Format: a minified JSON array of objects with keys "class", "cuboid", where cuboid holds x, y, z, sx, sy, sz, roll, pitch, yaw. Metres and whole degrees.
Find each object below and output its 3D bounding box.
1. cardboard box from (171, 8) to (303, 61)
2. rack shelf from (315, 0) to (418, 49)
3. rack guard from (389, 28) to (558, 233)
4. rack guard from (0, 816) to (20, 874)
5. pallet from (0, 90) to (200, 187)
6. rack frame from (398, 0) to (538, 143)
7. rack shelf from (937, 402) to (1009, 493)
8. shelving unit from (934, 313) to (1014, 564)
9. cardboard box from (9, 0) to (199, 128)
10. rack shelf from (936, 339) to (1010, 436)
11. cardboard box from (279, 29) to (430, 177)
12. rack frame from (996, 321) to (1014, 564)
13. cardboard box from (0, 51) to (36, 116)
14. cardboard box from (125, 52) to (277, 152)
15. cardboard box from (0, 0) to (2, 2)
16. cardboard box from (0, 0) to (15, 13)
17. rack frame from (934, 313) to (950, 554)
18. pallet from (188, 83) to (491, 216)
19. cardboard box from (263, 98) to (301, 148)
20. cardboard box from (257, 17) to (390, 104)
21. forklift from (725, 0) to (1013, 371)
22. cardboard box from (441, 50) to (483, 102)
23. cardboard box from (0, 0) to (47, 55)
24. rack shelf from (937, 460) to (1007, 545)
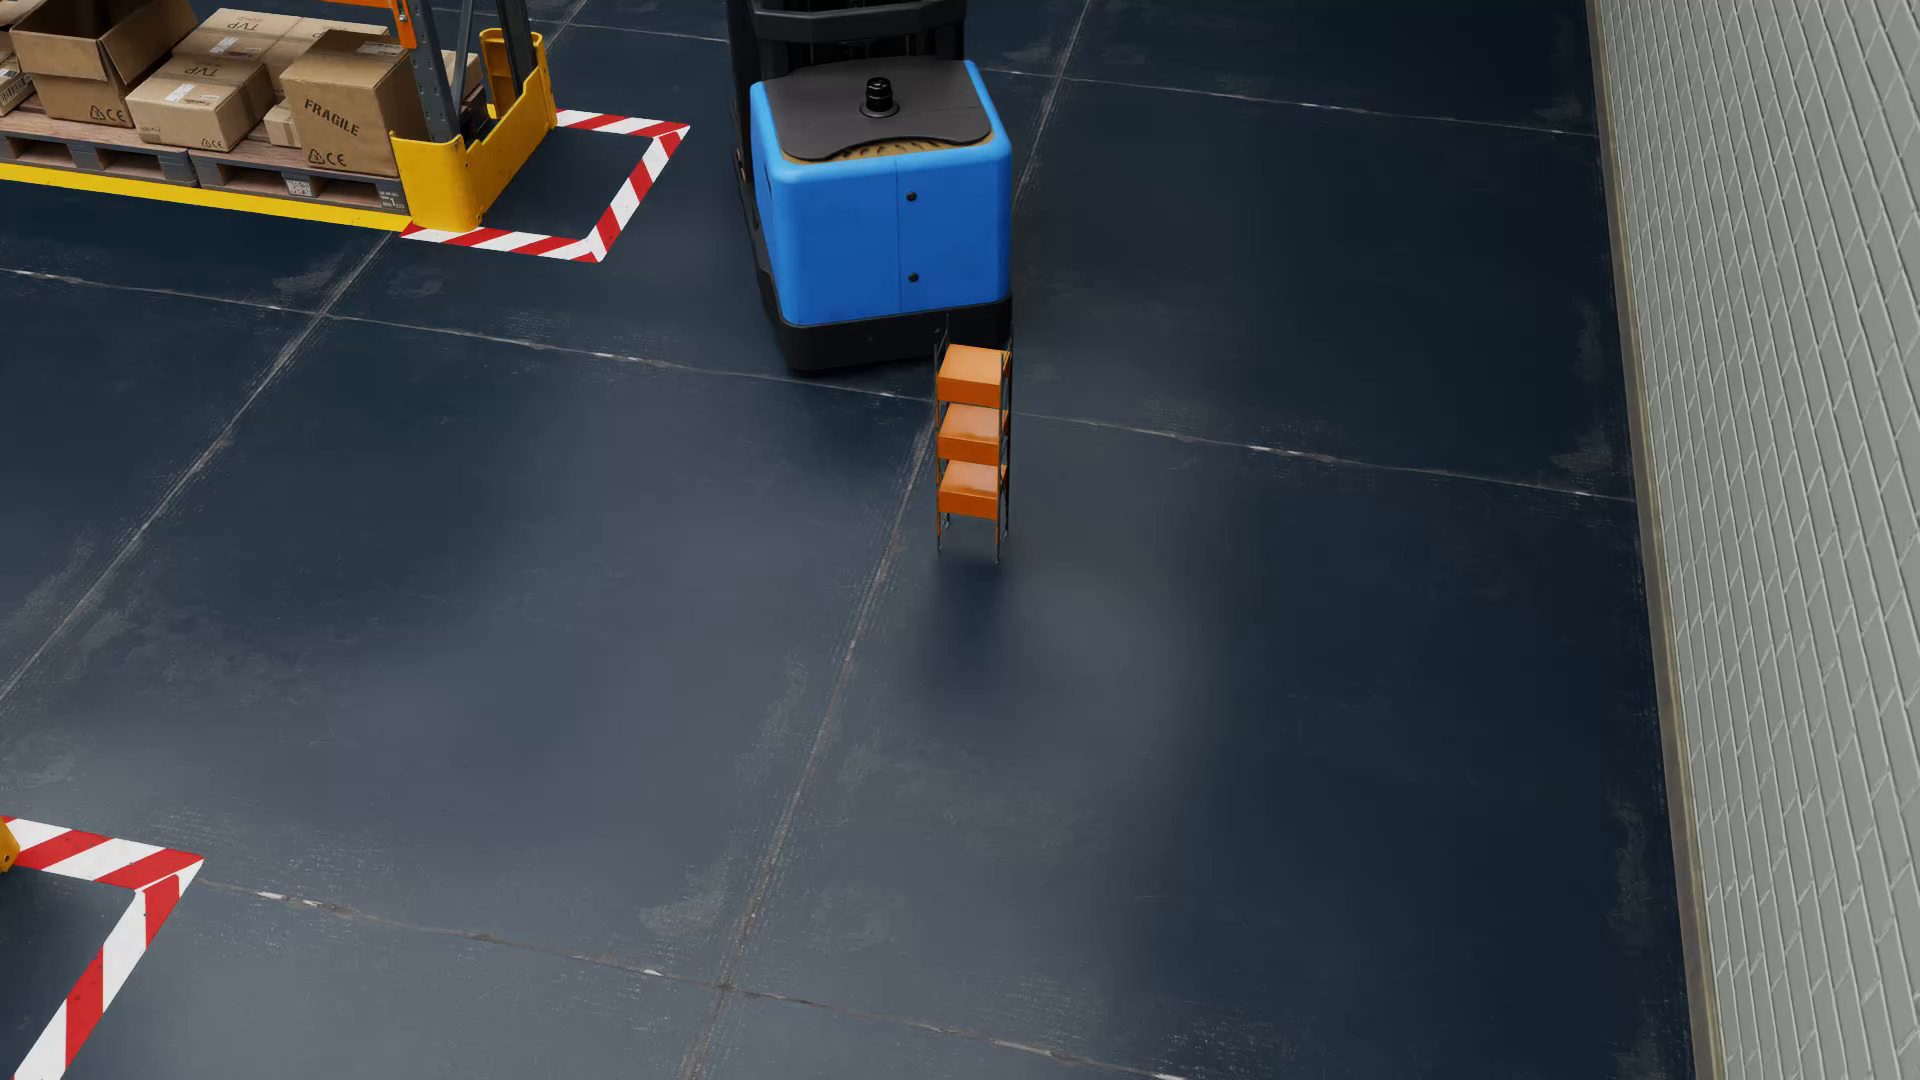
[{"class":"cardboard box","cuboid":[-3.861,-2.618,8.972,0.500,0.250,0.500,9,45,9]},{"class":"rack shelf","cuboid":[-4.368,-3.068,8.293,4.000,0.370,1.077,9,45,9]},{"class":"rack guard","cuboid":[-2.491,-2.135,8.608,0.348,0.500,1.175,9,45,9]},{"class":"rack guard","cuboid":[-3.475,1.223,5.119,0.348,0.500,1.175,9,45,9]},{"class":"pallet","cuboid":[-4.456,-2.337,9.026,1.213,0.211,1.003,9,45,9]},{"class":"rack frame","cuboid":[-2.416,-3.024,7.729,0.127,3.000,1.000,9,45,9]},{"class":"rack shelf","cuboid":[0.052,-0.363,6.385,0.240,0.259,0.215,9,45,9]},{"class":"shelving unit","cuboid":[0.052,-0.370,6.377,0.252,1.050,0.215,9,45,9]},{"class":"cardboard box","cuboid":[-4.485,-2.608,8.780,0.637,0.503,0.797,9,45,9]},{"class":"rack shelf","cuboid":[0.052,-0.567,6.188,0.240,0.259,0.215,9,45,9]},{"class":"cardboard box","cuboid":[-3.001,-2.198,8.356,0.500,0.500,0.500,9,45,9]},{"class":"rack frame","cuboid":[0.171,-0.352,6.358,0.008,1.050,0.200,9,45,9]},{"class":"cardboard box","cuboid":[-5.111,-2.434,8.841,0.250,0.166,0.380,9,45,9]},{"class":"cardboard box","cuboid":[-3.921,-2.272,8.613,0.500,0.250,0.500,9,45,9]},{"class":"cardboard box","cuboid":[-5.702,-2.994,9.183,0.500,0.500,0.500,9,45,9]},{"class":"cardboard box","cuboid":[-5.323,-2.851,9.287,0.250,0.149,0.380,9,45,9]},{"class":"rack frame","cuboid":[-0.067,-0.389,6.397,0.008,1.050,0.200,9,45,9]},{"class":"pallet","cuboid":[-3.269,-2.151,8.833,1.213,0.211,1.003,9,45,9]},{"class":"cardboard box","cuboid":[-3.376,-2.200,8.598,0.250,0.166,0.380,9,45,9]},{"class":"cardboard box","cuboid":[-3.373,-2.542,8.894,0.500,0.250,0.500,9,45,9]},{"class":"forklift","cuboid":[-0.575,-2.848,7.595,1.130,2.935,3.031,-8,45,-9]},{"class":"cardboard box","cuboid":[-2.750,-2.452,8.873,0.250,0.149,0.380,9,45,9]},{"class":"cardboard box","cuboid":[-4.970,-2.812,9.130,0.500,0.311,0.500,9,45,9]},{"class":"rack shelf","cuboid":[0.052,-0.162,6.578,0.240,0.259,0.215,9,45,9]}]
